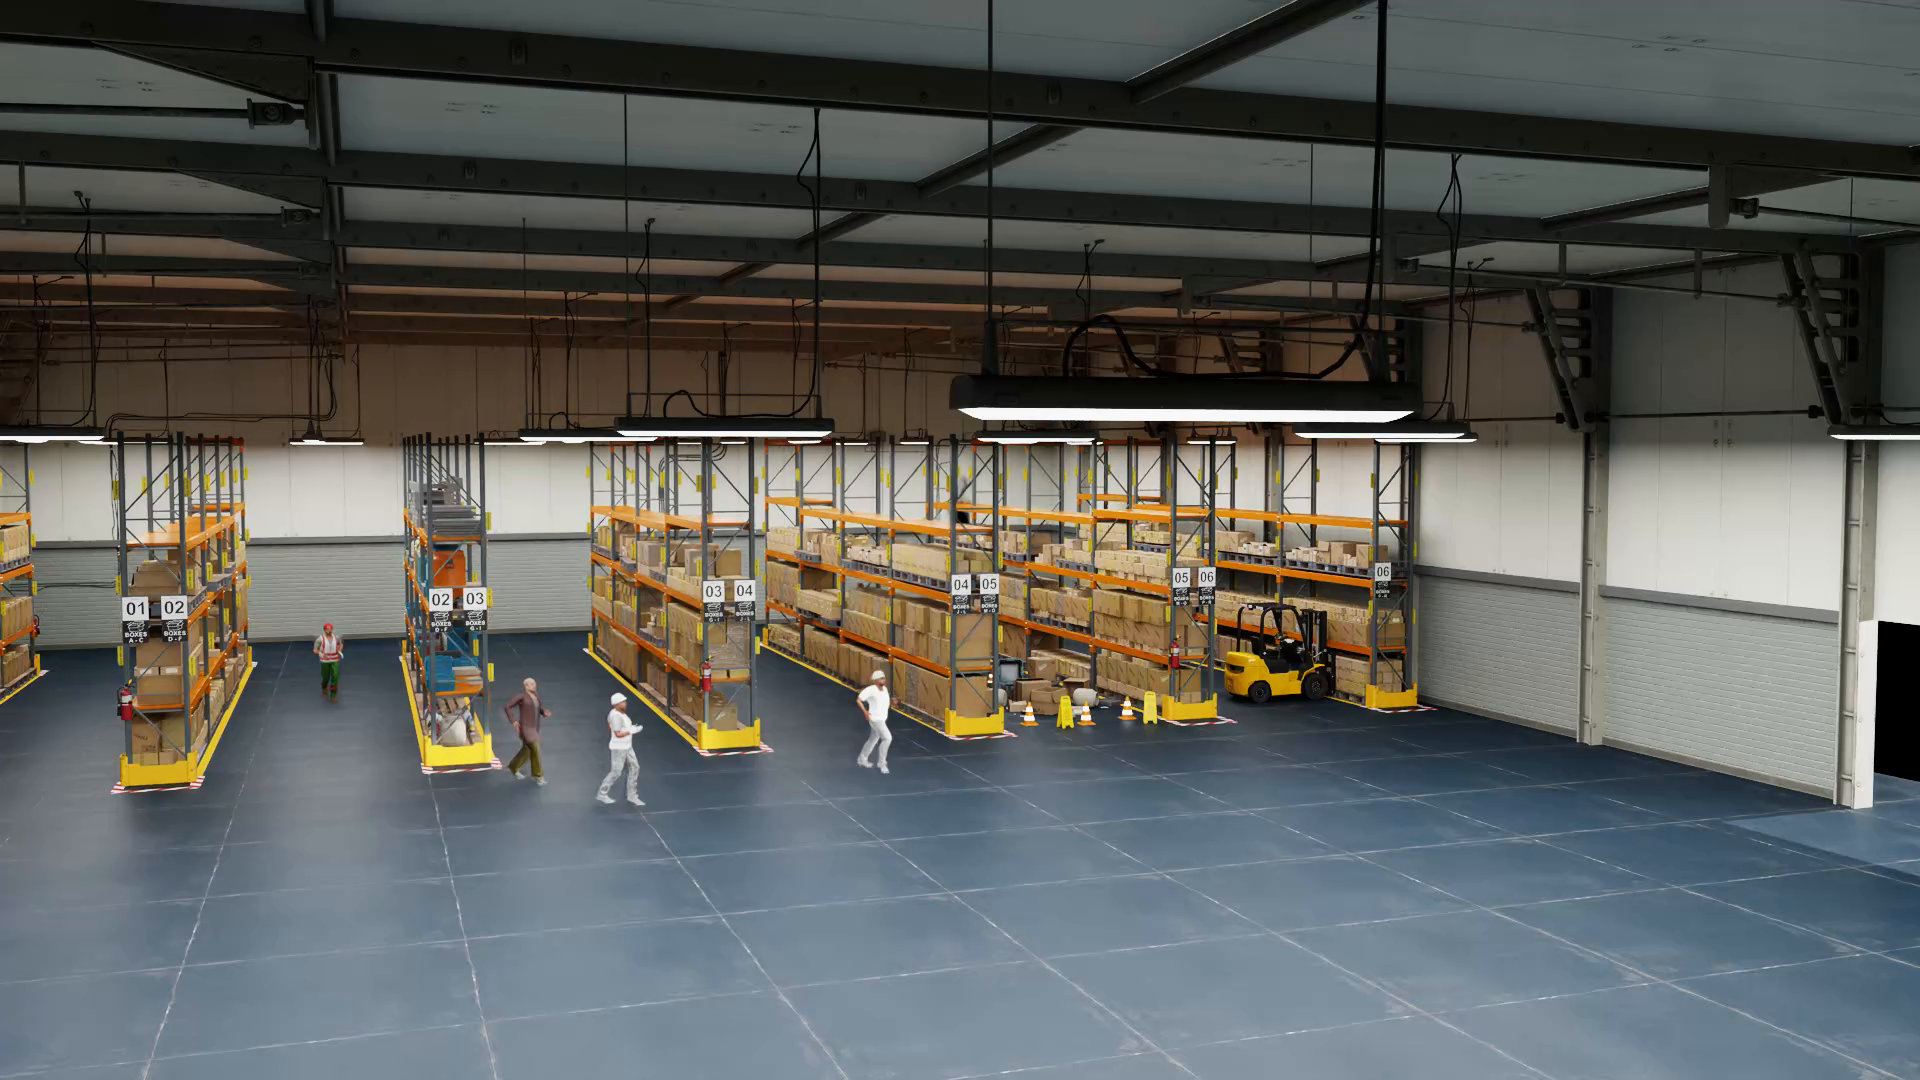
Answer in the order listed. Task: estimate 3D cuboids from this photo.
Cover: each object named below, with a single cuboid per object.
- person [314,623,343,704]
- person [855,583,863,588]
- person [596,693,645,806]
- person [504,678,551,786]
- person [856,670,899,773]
[{"bbox_3d":[-14.225,2.754,37.507,0.656,1.789,0.956,-2,4,-31],"label":"person"},{"bbox_3d":[-2.989,2.124,50.536,0.734,1.638,0.585,-1,3,-20],"label":"person"},{"bbox_3d":[-5.407,3.352,26.449,0.763,1.835,0.640,0,3,2],"label":"person"},{"bbox_3d":[-7.378,3.259,28.385,0.916,1.827,0.693,1,3,18],"label":"person"},{"bbox_3d":[-1.458,3.221,29.499,0.765,1.835,0.661,1,3,19],"label":"person"}]
